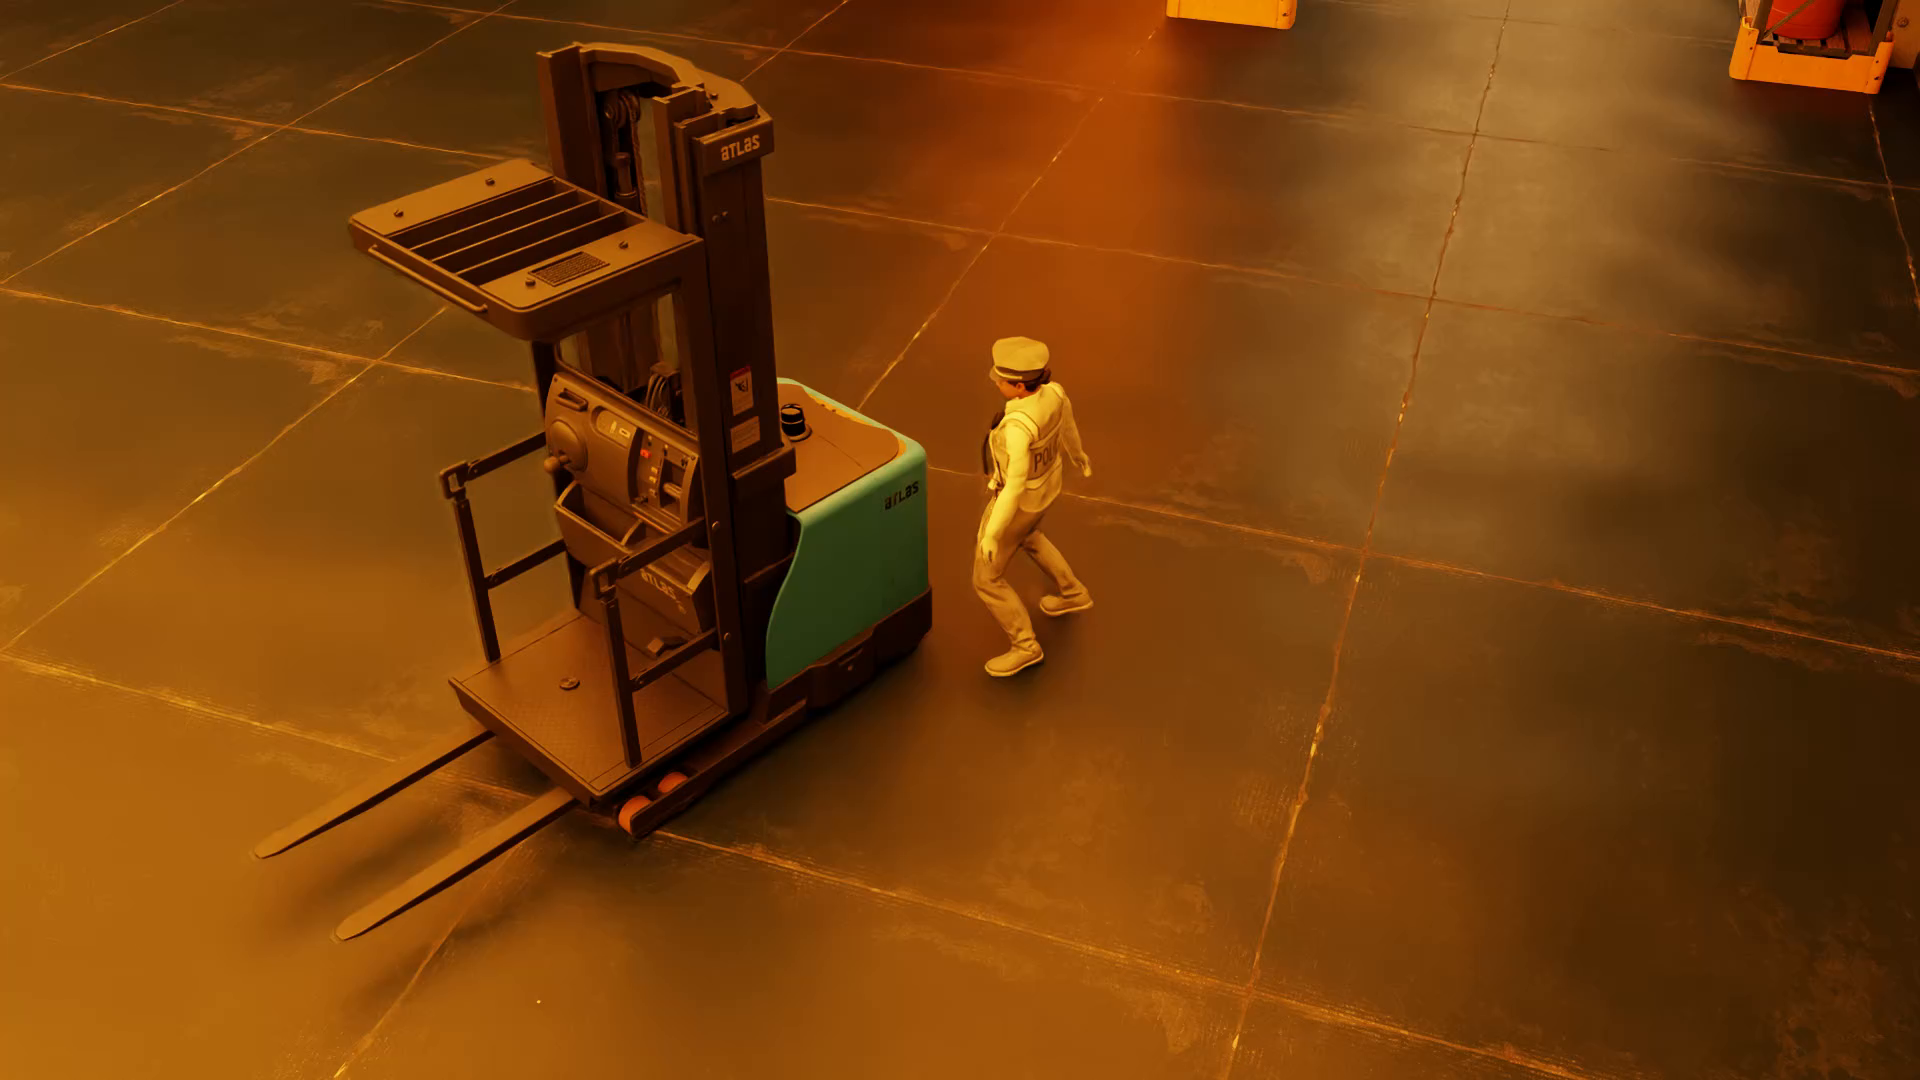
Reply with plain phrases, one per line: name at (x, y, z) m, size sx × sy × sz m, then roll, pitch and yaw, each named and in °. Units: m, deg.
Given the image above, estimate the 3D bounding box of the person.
person at (0.364, -0.211, 7.583) m, size 0.453 × 1.592 × 0.813 m, roll 18°, pitch 39°, yaw 24°

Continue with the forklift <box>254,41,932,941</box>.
forklift at (-1.504, -0.301, 6.535) m, size 1.130 × 2.935 × 3.031 m, roll 28°, pitch 44°, yaw 34°
